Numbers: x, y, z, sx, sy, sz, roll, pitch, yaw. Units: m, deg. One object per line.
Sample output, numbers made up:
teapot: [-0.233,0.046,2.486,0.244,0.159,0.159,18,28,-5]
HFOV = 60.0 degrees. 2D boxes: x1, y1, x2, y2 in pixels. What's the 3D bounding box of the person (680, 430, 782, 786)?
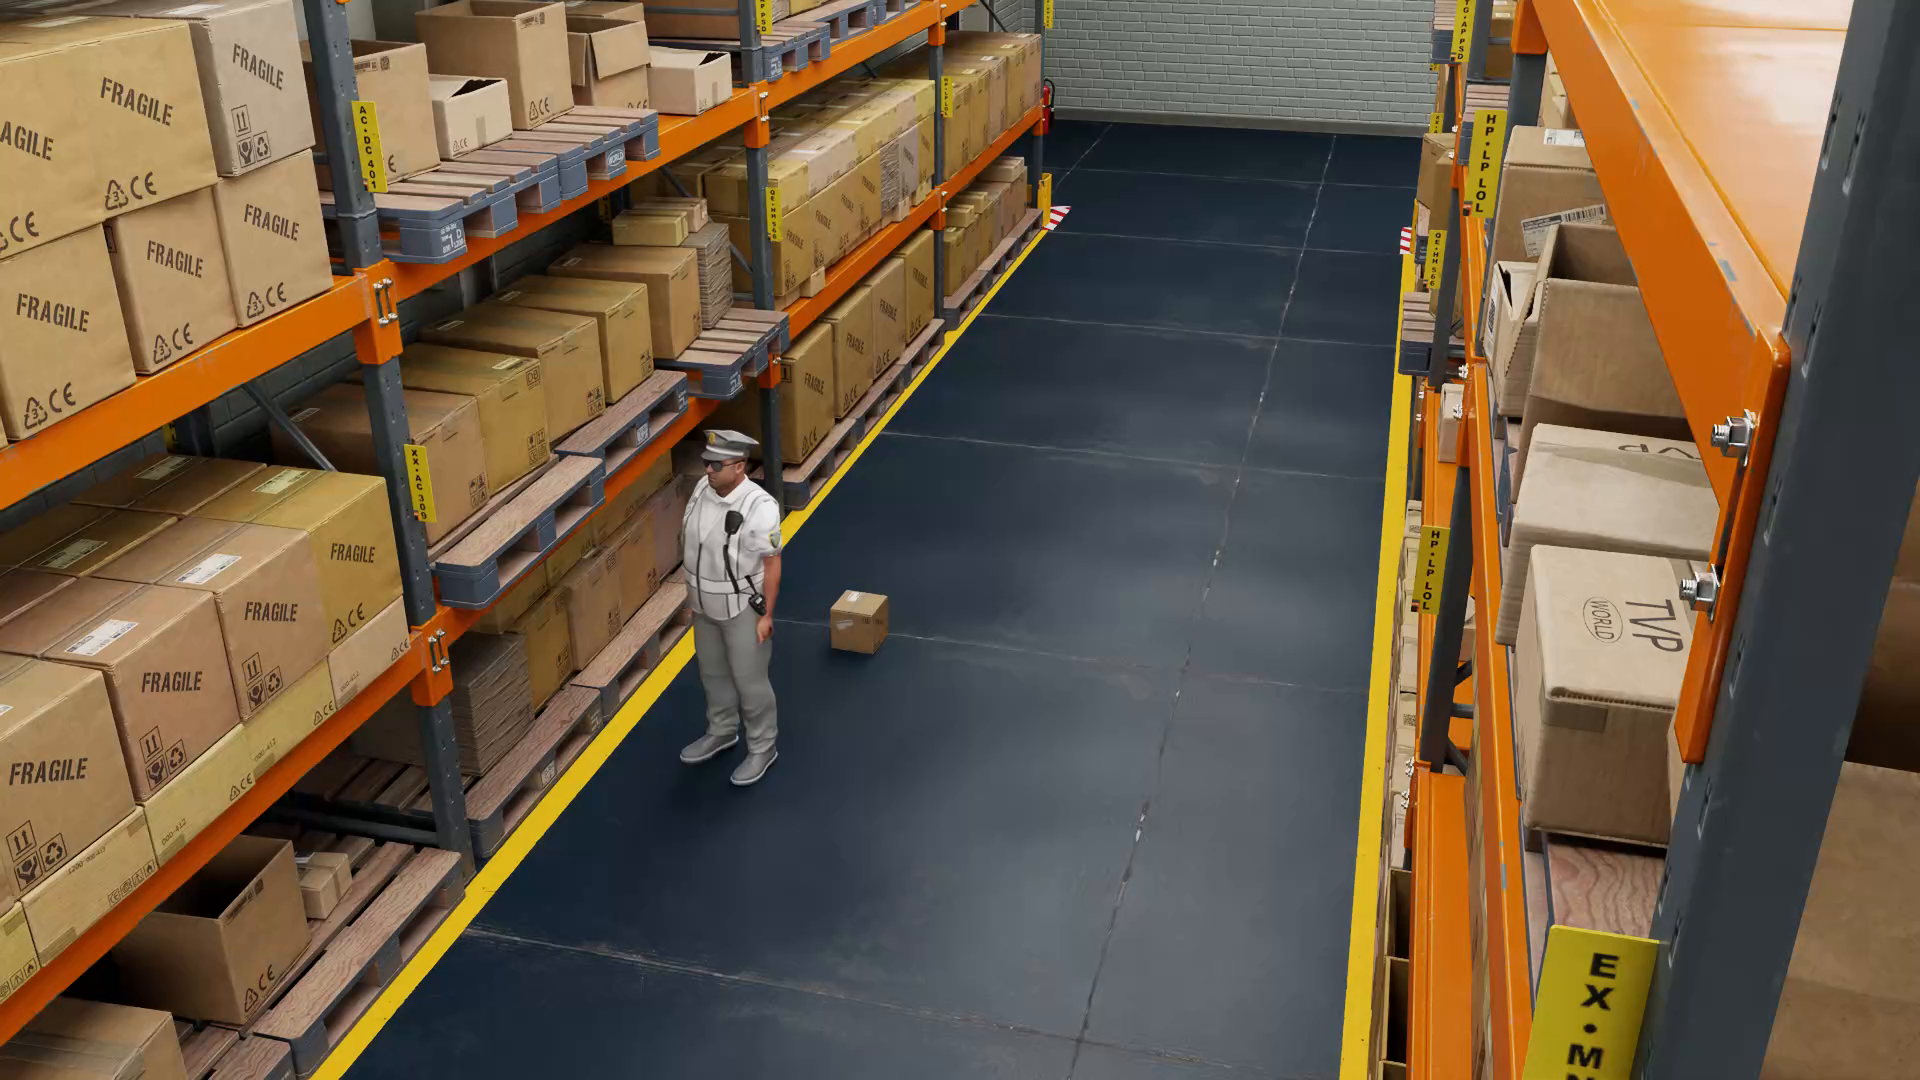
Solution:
person: [-1.097,0.298,7.942,0.520,1.775,0.403,17,30,32]
